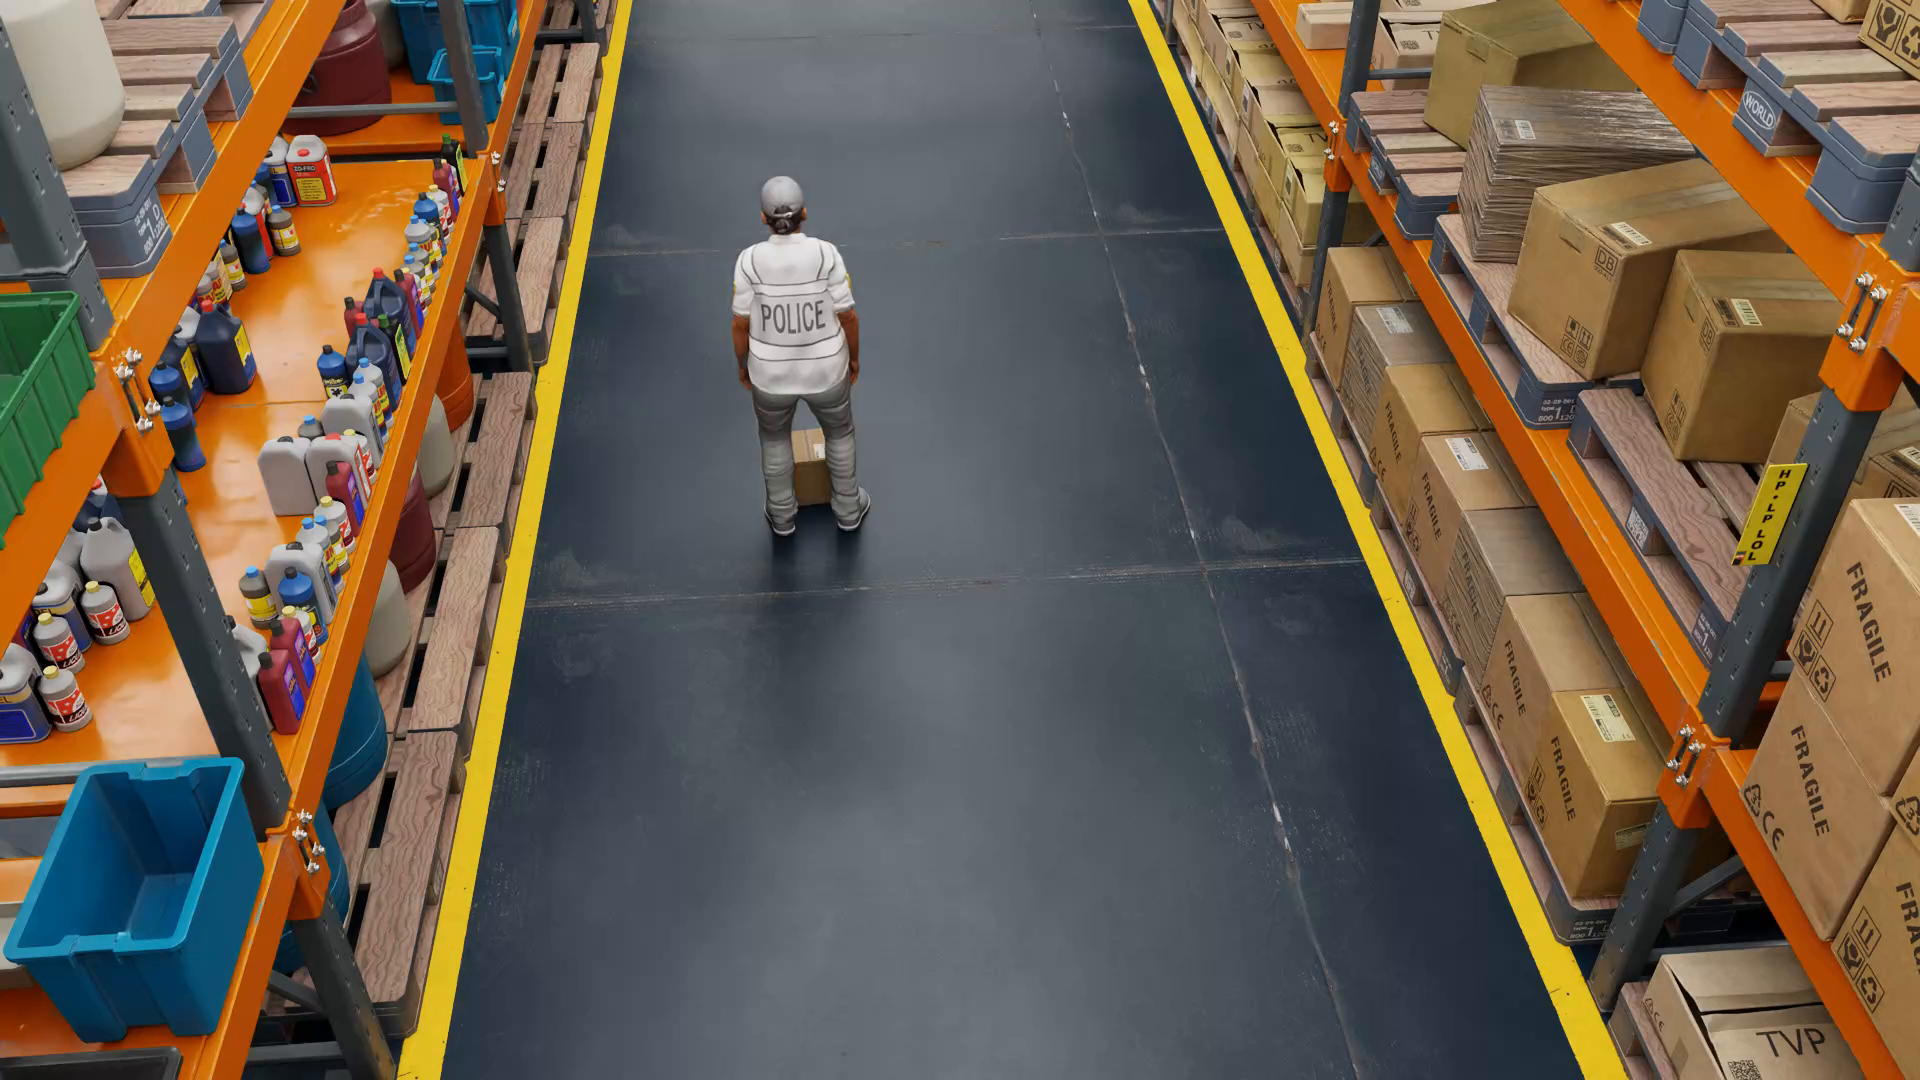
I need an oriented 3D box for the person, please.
[{"bbox_3d":[-0.676,-0.746,7.059,0.542,1.666,0.469,-3,39,-4],"label":"person"}]
